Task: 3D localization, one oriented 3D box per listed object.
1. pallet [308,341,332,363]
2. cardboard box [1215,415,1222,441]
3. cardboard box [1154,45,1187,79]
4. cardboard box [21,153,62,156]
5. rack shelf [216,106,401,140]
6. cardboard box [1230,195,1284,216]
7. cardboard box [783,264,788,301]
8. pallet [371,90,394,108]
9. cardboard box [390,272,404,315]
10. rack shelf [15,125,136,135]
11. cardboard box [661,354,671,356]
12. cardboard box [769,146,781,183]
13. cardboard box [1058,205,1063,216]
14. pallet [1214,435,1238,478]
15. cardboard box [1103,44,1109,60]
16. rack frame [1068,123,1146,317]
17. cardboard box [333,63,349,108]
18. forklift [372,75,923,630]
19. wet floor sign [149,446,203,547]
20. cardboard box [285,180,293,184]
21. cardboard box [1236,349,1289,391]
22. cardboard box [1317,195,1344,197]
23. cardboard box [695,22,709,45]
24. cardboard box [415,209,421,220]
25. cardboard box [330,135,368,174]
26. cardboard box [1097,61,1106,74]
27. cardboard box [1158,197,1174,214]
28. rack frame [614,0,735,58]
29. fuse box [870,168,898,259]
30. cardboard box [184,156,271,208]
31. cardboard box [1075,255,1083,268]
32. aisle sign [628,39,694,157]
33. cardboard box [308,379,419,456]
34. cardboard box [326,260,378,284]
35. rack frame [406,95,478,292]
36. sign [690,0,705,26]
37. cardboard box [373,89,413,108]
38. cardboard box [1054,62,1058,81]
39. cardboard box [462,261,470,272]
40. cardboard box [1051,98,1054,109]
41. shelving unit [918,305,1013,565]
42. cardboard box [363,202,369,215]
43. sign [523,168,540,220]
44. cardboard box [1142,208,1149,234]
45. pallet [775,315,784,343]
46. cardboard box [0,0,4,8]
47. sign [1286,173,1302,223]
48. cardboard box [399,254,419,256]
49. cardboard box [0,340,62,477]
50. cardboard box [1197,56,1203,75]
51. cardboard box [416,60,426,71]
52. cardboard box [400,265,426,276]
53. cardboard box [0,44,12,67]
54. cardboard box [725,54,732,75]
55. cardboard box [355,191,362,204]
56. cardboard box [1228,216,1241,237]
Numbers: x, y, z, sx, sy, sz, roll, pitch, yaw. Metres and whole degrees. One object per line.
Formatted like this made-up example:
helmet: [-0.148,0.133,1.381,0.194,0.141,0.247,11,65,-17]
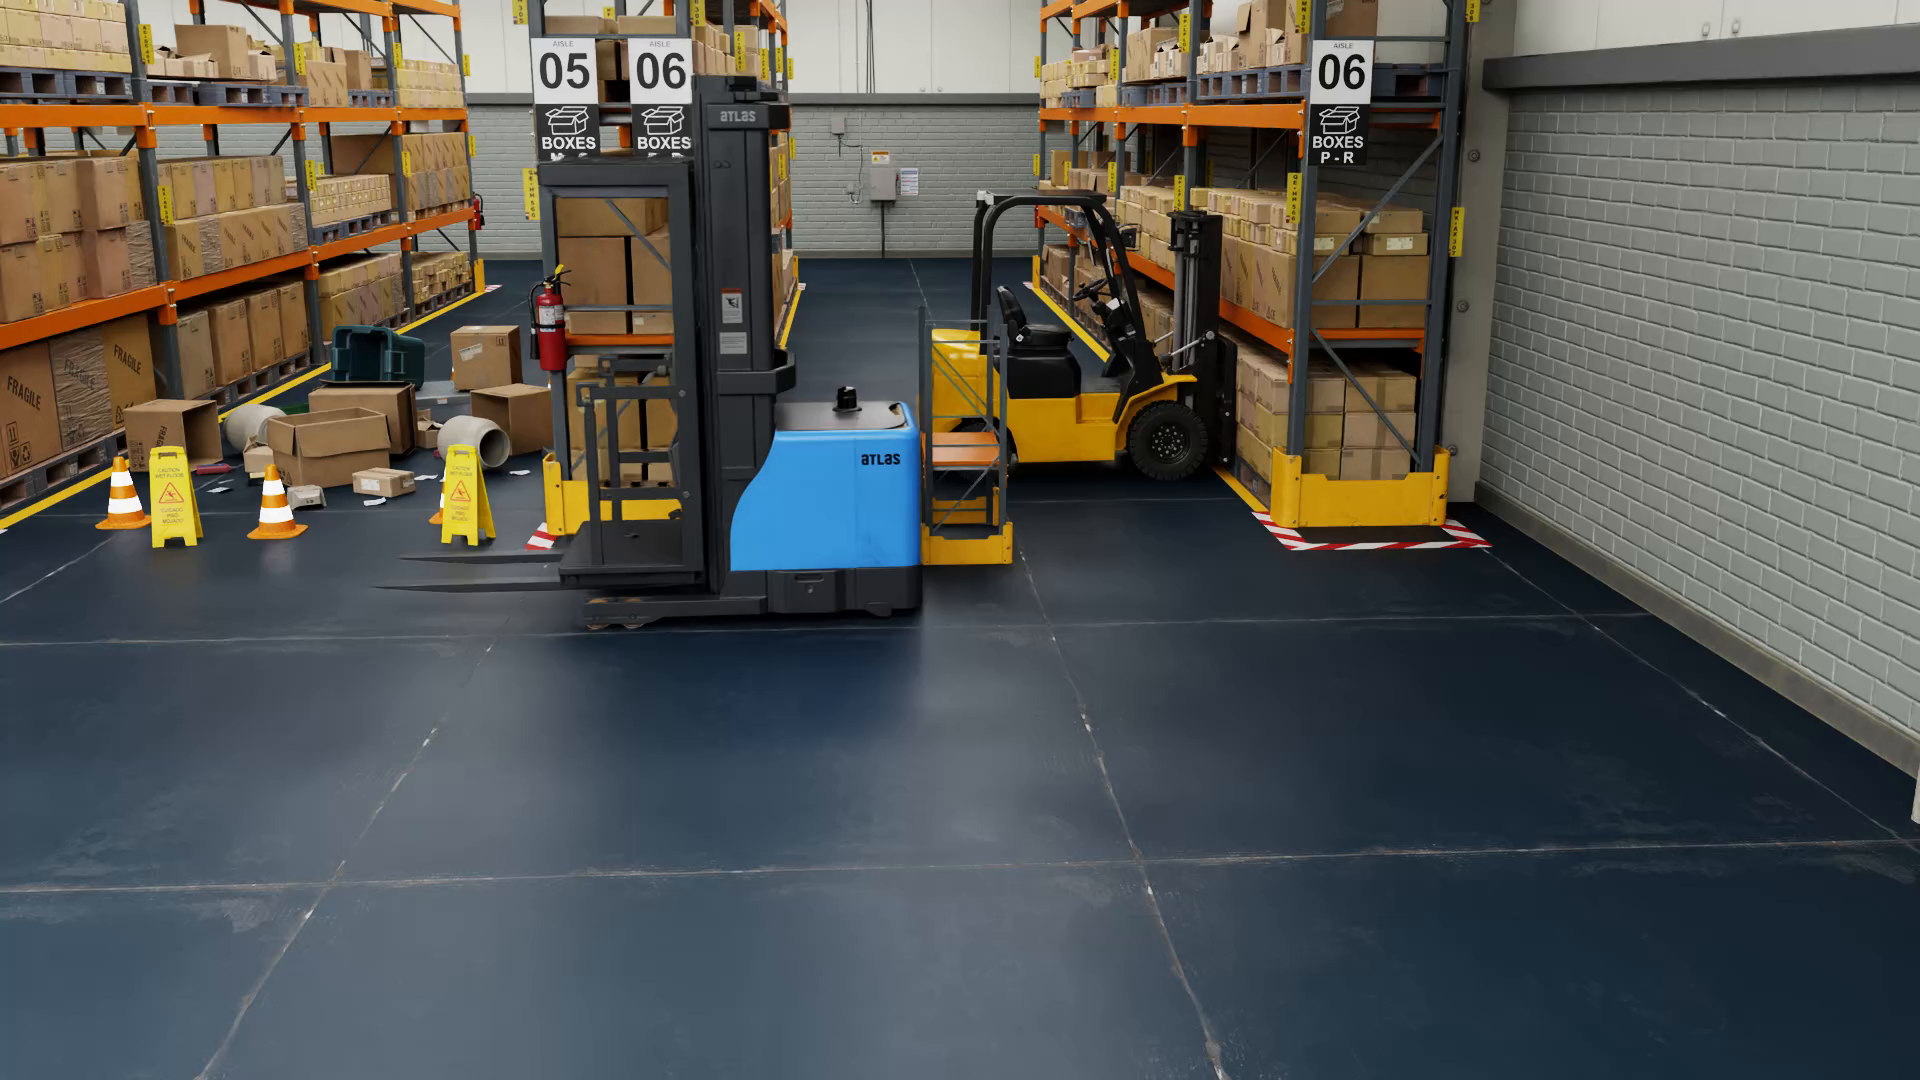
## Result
pallet: [-7.675,-2.248,19.339,1.003,0.211,1.213,-1,14,-3]
cardboard box: [2.314,-0.954,13.391,0.500,0.250,0.500,0,14,-2]
cardboard box: [2.173,-4.617,16.065,0.500,0.311,0.500,-1,14,-5]
cardboard box: [-12.630,-5.027,22.745,0.500,0.500,0.500,-1,14,-3]
rack shelf: [-7.752,-5.005,19.885,1.077,0.370,4.000,-1,14,-3]
cardboard box: [2.391,-2.692,13.369,0.380,0.149,0.250,-1,14,-4]
cardboard box: [-2.873,-3.620,23.377,0.875,0.438,0.875,-1,14,-4]
pallet: [-7.944,-5.605,21.149,1.213,0.211,1.003,-1,14,-3]
cardboard box: [-7.578,-3.211,21.661,0.500,0.500,0.500,-1,14,-5]
rack shelf: [-12.956,-5.949,23.551,1.077,0.370,4.000,-1,14,-3]
cardboard box: [-2.034,-1.216,12.904,0.500,0.500,0.500,-1,14,-2]
cardboard box: [-2.729,-5.155,22.835,0.500,0.500,0.500,-1,14,-3]
cardboard box: [1.630,-4.789,24.123,0.380,0.149,0.250,-1,14,-4]
pallet: [2.594,-0.735,13.460,1.003,0.211,1.213,-1,14,-3]
cardboard box: [2.100,-6.430,22.011,0.396,0.266,0.258,-1,14,-4]
rack frame: [2.013,-4.578,22.798,1.000,3.000,0.127,-1,14,-3]
cardboard box: [-7.472,-5.300,19.383,0.500,0.500,0.500,-1,14,-3]
forklift: [-1.755,-1.066,9.286,3.031,2.935,1.130,-1,14,-5]
wet floor sign: [-5.154,-0.297,10.887,0.267,0.644,0.232,-3,15,-13]
cardboard box: [-8.194,-4.210,19.837,0.380,0.149,0.250,0,14,-1]
cardboard box: [2.338,-1.311,12.772,0.500,0.250,0.500,-1,14,-3]
cardboard box: [2.877,-2.701,13.405,0.380,0.149,0.250,-1,14,-4]
cardboard box: [-1.943,-3.514,11.547,0.380,0.149,0.250,-1,14,-4]
cardboard box: [-7.737,-4.549,23.190,0.380,0.149,0.250,-2,15,-6]
cardboard box: [-8.175,-5.188,22.366,0.500,0.500,0.500,-1,14,-5]
cardboard box: [1.863,-5.704,20.059,0.380,0.149,0.250,-1,14,-3]
cardboard box: [2.120,-3.221,16.023,0.380,0.149,0.250,-1,14,-5]
rack frame: [-2.446,-5.416,14.017,1.000,3.000,0.127,-1,14,-3]
fuse box: [-1.456,-6.269,31.958,0.539,1.711,0.414,-1,14,-3]
cardboard box: [-7.577,-3.699,17.175,0.700,0.500,0.500,-1,14,-4]
cardboard box: [1.769,-3.791,22.614,0.380,0.149,0.250,0,14,-1]
aisle sign: [-1.885,-2.764,10.532,0.394,0.787,0.004,-1,14,-3]
cardboard box: [-4.900,-1.003,13.641,0.797,0.637,0.503,-1,14,-3]
cardboard box: [-7.512,-3.314,20.555,0.500,0.250,0.500,-2,15,-6]
rack frame: [-8.123,-5.393,25.969,1.000,3.000,0.127,-1,14,-3]
sign: [-1.656,-3.400,10.448,0.100,0.325,0.005,-1,14,-3]
cardboard box: [-7.641,-5.898,22.210,0.500,0.250,0.500,0,14,-1]
cardboard box: [1.641,-6.846,24.297,0.500,0.250,0.500,0,14,-2]
cardboard box: [-7.806,-4.233,25.741,0.380,0.149,0.250,-1,14,-5]
cardboard box: [1.550,-6.438,24.512,0.380,0.149,0.250,-1,14,-3]
shelving unit: [0.005,-0.707,10.766,0.587,1.500,1.083,-1,14,-3]
cardboard box: [-7.585,-4.127,20.706,0.380,0.149,0.250,-2,15,-6]
sign: [-2.753,-2.226,10.700,0.100,0.325,0.005,-1,14,-3]
cardboard box: [2.145,-3.257,16.961,0.500,0.250,0.500,-1,14,-3]
pallet: [-2.740,-2.655,20.921,1.003,0.211,1.213,-1,14,-3]
cardboard box: [-6.913,-3.787,11.567,0.380,0.149,0.250,-1,14,-4]
sign: [2.214,-2.264,11.006,0.100,0.325,0.005,-1,14,-3]
cardboard box: [-8.405,-4.237,25.160,0.380,0.149,0.250,-1,14,-4]
cardboard box: [-7.297,-0.975,12.217,0.875,0.875,0.875,-1,14,-4]
cardboard box: [2.233,-4.055,14.206,0.380,0.149,0.250,-1,14,-2]
cardboard box: [-7.685,-6.618,23.204,0.380,0.149,0.250,0,14,-1]
cardboard box: [-7.752,-3.794,23.438,0.380,0.149,0.250,-1,14,-5]
cardboard box: [-6.912,-3.401,11.666,0.380,0.149,0.250,-1,14,-4]
cardboard box: [-2.117,-3.803,13.473,0.500,0.250,0.500,-1,14,-4]
cardboard box: [-7.569,-4.201,20.397,0.380,0.149,0.250,-1,14,-3]
cardboard box: [2.341,-2.482,13.153,0.380,0.149,0.250,-1,14,-5]
